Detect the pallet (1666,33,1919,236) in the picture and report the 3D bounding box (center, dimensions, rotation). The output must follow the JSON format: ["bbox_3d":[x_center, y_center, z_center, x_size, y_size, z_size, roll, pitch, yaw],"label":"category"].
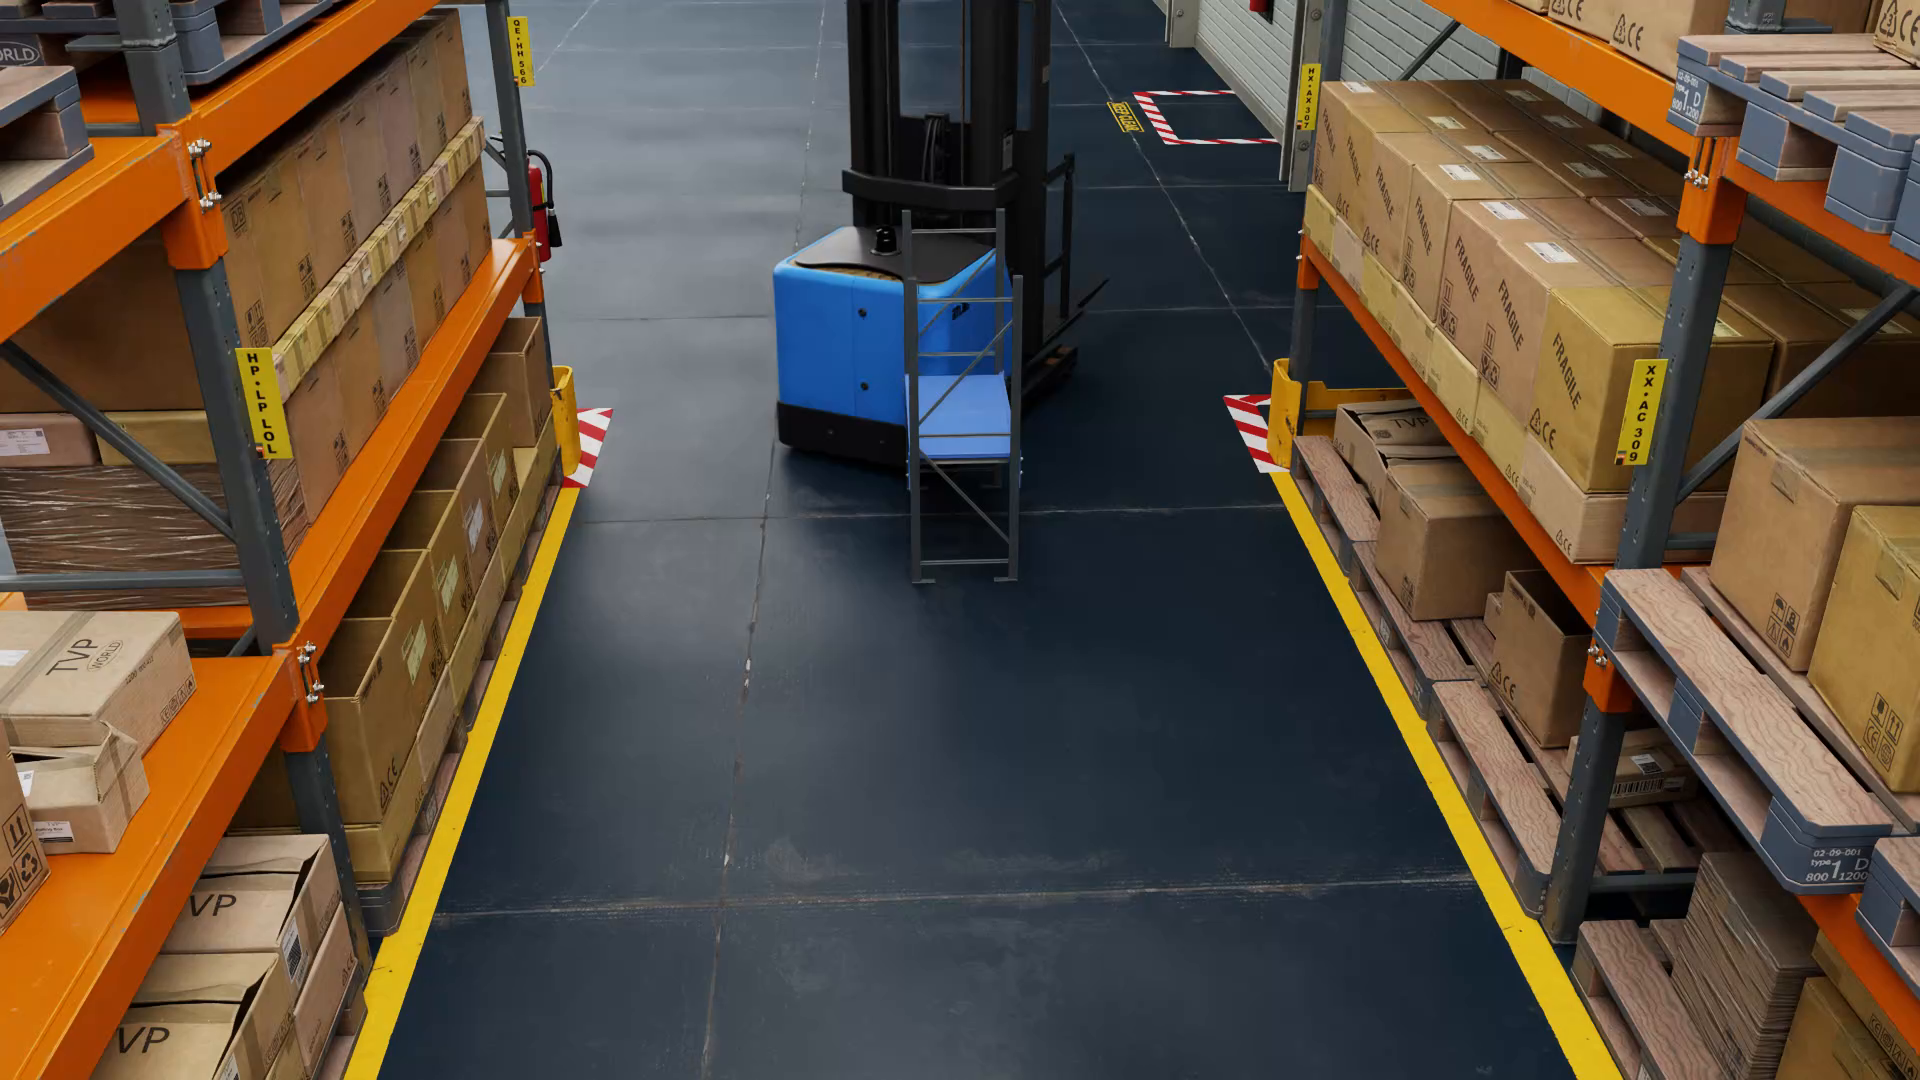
[{"bbox_3d":[2.424,-0.956,3.799,1.213,0.211,1.003,-1,28,-3],"label":"pallet"}]

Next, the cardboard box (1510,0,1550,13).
[{"bbox_3d":[2.144,-2.096,5.652,0.500,0.500,0.500,-2,28,-5],"label":"cardboard box"}]

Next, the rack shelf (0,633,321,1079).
[{"bbox_3d":[-2.345,1.367,3.164,1.077,0.370,4.000,-1,28,-3],"label":"rack shelf"}]

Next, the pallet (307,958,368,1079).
[{"bbox_3d":[-2.372,1.700,4.762,1.003,0.211,1.213,-1,28,-3],"label":"pallet"}]

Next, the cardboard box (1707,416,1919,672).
[{"bbox_3d":[2.490,-0.001,4.424,0.700,0.500,0.500,-1,28,-2],"label":"cardboard box"}]

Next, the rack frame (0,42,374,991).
[{"bbox_3d":[-2.449,0.124,4.768,1.000,3.000,0.127,-1,28,-3],"label":"rack frame"}]

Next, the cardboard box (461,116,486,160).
[{"bbox_3d":[-2.448,-1.883,7.807,0.380,0.149,0.250,-2,28,-4],"label":"cardboard box"}]

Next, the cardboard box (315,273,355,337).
[{"bbox_3d":[-2.324,-0.808,5.746,0.380,0.149,0.250,-2,28,-4],"label":"cardboard box"}]

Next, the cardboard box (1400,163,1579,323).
[{"bbox_3d":[2.089,-1.186,6.610,0.500,0.500,0.500,-1,28,-1],"label":"cardboard box"}]

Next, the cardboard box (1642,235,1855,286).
[{"bbox_3d":[2.659,-0.733,5.742,0.500,0.500,0.500,-2,28,-3],"label":"cardboard box"}]

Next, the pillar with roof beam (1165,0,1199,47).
[{"bbox_3d":[-1.736,-9.640,17.002,9.100,9.000,0.400,-1,28,-3],"label":"pillar with roof beam"}]

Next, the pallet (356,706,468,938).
[{"bbox_3d":[-2.449,0.992,6.119,1.003,0.211,1.213,-1,28,-3],"label":"pallet"}]

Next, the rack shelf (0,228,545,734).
[{"bbox_3d":[-2.553,-0.480,6.705,1.077,0.370,4.000,-1,28,-3],"label":"rack shelf"}]

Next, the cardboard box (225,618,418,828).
[{"bbox_3d":[-2.161,0.603,5.559,0.500,0.500,0.500,-1,28,-3],"label":"cardboard box"}]

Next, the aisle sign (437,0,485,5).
[{"bbox_3d":[-2.368,-2.913,7.781,0.394,0.787,0.004,-1,28,-3],"label":"aisle sign"}]

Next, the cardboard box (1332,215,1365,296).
[{"bbox_3d":[2.039,-1.314,7.667,0.500,0.250,0.500,-2,28,-4],"label":"cardboard box"}]

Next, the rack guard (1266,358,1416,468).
[{"bbox_3d":[2.293,-0.701,9.053,1.175,0.500,0.348,-1,28,-3],"label":"rack guard"}]

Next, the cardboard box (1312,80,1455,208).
[{"bbox_3d":[2.014,-1.892,7.963,0.500,0.500,0.500,-1,28,-3],"label":"cardboard box"}]

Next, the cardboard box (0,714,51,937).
[{"bbox_3d":[-2.398,0.678,3.598,0.500,0.500,0.500,1,28,1],"label":"cardboard box"}]

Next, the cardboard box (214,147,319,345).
[{"bbox_3d":[-2.506,-0.933,5.285,0.700,0.500,0.500,-1,28,-3],"label":"cardboard box"}]

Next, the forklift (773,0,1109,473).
[{"bbox_3d":[0.072,-2.309,9.507,1.130,2.935,3.031,12,30,22],"label":"forklift"}]

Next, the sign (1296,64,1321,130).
[{"bbox_3d":[1.747,-2.215,8.317,0.100,0.325,0.005,-1,28,-3],"label":"sign"}]

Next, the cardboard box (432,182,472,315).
[{"bbox_3d":[-2.614,-1.309,7.408,0.700,0.500,0.500,-1,28,-1],"label":"cardboard box"}]

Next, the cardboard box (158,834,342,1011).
[{"bbox_3d":[-2.142,1.089,4.832,0.500,0.311,0.500,-1,28,-3],"label":"cardboard box"}]

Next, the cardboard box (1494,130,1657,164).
[{"bbox_3d":[2.574,-1.435,7.088,0.500,0.500,0.500,-2,28,-4],"label":"cardboard box"}]

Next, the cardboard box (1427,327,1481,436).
[{"bbox_3d":[2.111,-0.613,6.322,0.500,0.250,0.500,-2,28,-3],"label":"cardboard box"}]

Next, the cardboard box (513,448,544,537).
[{"bbox_3d":[-2.297,-0.219,7.945,0.500,0.250,0.500,-1,28,-3],"label":"cardboard box"}]

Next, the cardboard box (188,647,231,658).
[{"bbox_3d":[-2.706,0.385,5.977,0.500,0.500,0.500,-1,28,-3],"label":"cardboard box"}]

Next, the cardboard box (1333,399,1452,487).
[{"bbox_3d":[2.235,-0.526,8.446,0.500,0.311,0.500,-4,28,-8],"label":"cardboard box"}]

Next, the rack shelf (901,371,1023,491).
[{"bbox_3d":[-0.004,-0.545,8.062,0.538,0.185,1.000,-1,28,-3],"label":"rack shelf"}]

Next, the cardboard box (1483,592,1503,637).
[{"bbox_3d":[2.434,0.333,6.976,0.380,0.149,0.250,-4,28,-7],"label":"cardboard box"}]

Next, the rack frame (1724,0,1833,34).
[{"bbox_3d":[2.498,-2.657,3.614,1.000,3.000,0.127,-1,28,-3],"label":"rack frame"}]

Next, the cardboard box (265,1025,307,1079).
[{"bbox_3d":[-2.113,1.575,4.505,0.500,0.250,0.500,-2,28,-3],"label":"cardboard box"}]

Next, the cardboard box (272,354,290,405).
[{"bbox_3d":[-2.283,-0.452,5.064,0.380,0.149,0.250,-1,28,-2],"label":"cardboard box"}]

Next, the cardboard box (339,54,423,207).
[{"bbox_3d":[-2.583,-1.627,6.614,0.700,0.500,0.500,-1,28,-2],"label":"cardboard box"}]

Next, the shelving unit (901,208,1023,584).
[{"bbox_3d":[-0.004,-0.704,7.979,0.538,1.500,1.048,-1,28,-3],"label":"shelving unit"}]

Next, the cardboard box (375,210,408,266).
[{"bbox_3d":[-2.364,-1.167,6.434,0.380,0.149,0.250,-2,28,-3],"label":"cardboard box"}]

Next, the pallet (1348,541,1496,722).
[{"bbox_3d":[2.361,0.365,7.322,1.003,0.211,1.213,-1,28,-3],"label":"pallet"}]

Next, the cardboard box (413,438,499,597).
[{"bbox_3d":[-2.241,-0.090,6.887,0.500,0.500,0.500,-1,28,-3],"label":"cardboard box"}]

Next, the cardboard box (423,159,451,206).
[{"bbox_3d":[-2.408,-1.528,7.126,0.380,0.149,0.250,-1,28,-2],"label":"cardboard box"}]

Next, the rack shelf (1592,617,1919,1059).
[{"bbox_3d":[2.602,1.245,3.396,1.077,0.370,4.000,-1,28,-3],"label":"rack shelf"}]

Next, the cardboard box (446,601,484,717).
[{"bbox_3d":[-2.212,0.474,6.618,0.500,0.250,0.500,-1,28,-3],"label":"cardboard box"}]

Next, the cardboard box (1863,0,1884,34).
[{"bbox_3d":[2.724,-1.613,4.725,0.500,0.500,0.500,0,28,-1],"label":"cardboard box"}]

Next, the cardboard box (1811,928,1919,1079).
[{"bbox_3d":[2.579,1.126,4.263,0.500,0.250,0.500,-2,28,-4],"label":"cardboard box"}]

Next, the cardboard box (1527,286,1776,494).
[{"bbox_3d":[2.164,-0.483,5.262,0.500,0.500,0.500,-1,28,-3],"label":"cardboard box"}]

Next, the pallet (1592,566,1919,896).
[{"bbox_3d":[2.392,0.444,4.362,1.003,0.211,1.213,-1,28,-3],"label":"pallet"}]

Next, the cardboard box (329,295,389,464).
[{"bbox_3d":[-2.535,-0.600,6.049,0.700,0.500,0.500,-1,28,-2],"label":"cardboard box"}]
